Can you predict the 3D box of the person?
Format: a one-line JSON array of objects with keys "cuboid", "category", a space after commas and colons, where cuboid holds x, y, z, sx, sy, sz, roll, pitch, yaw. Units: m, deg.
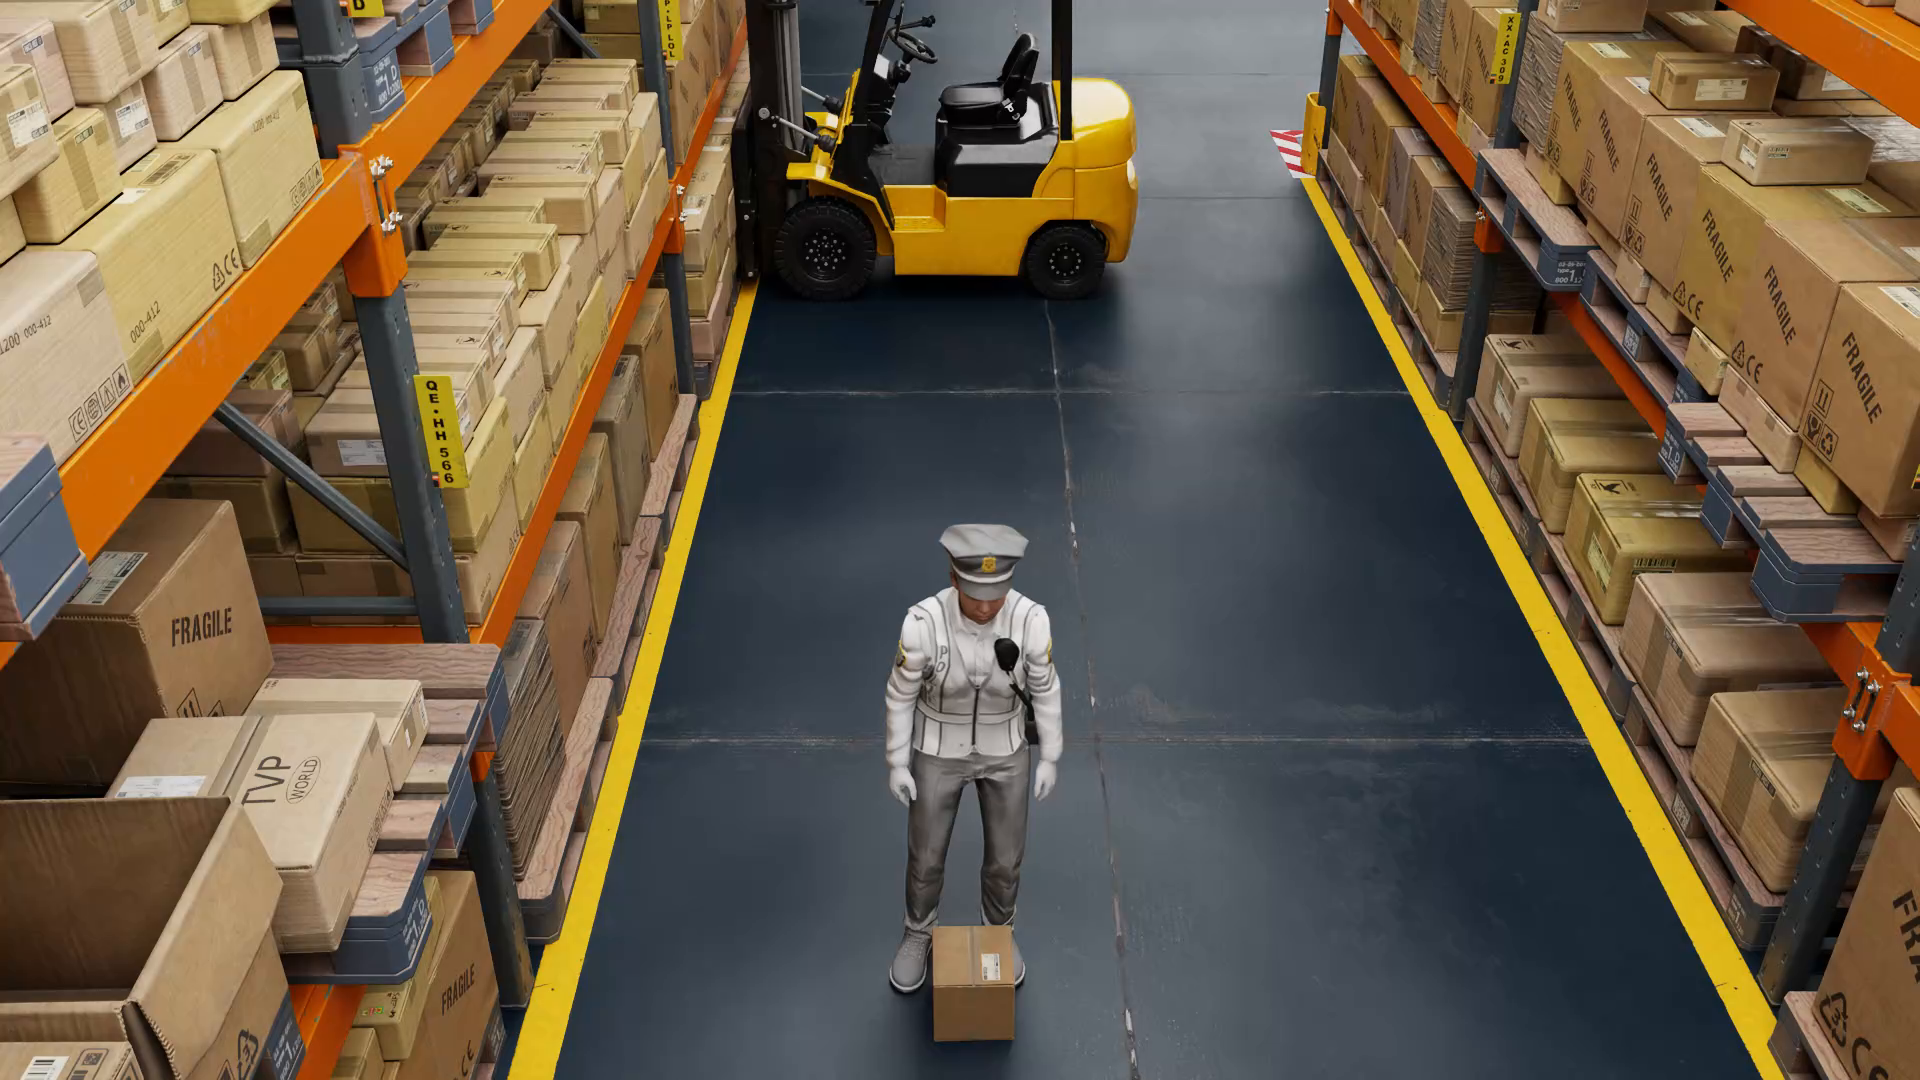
[{"cuboid": [0.040, 0.663, 5.055, 0.547, 1.667, 0.369, -2, 32, -3], "category": "person"}]
